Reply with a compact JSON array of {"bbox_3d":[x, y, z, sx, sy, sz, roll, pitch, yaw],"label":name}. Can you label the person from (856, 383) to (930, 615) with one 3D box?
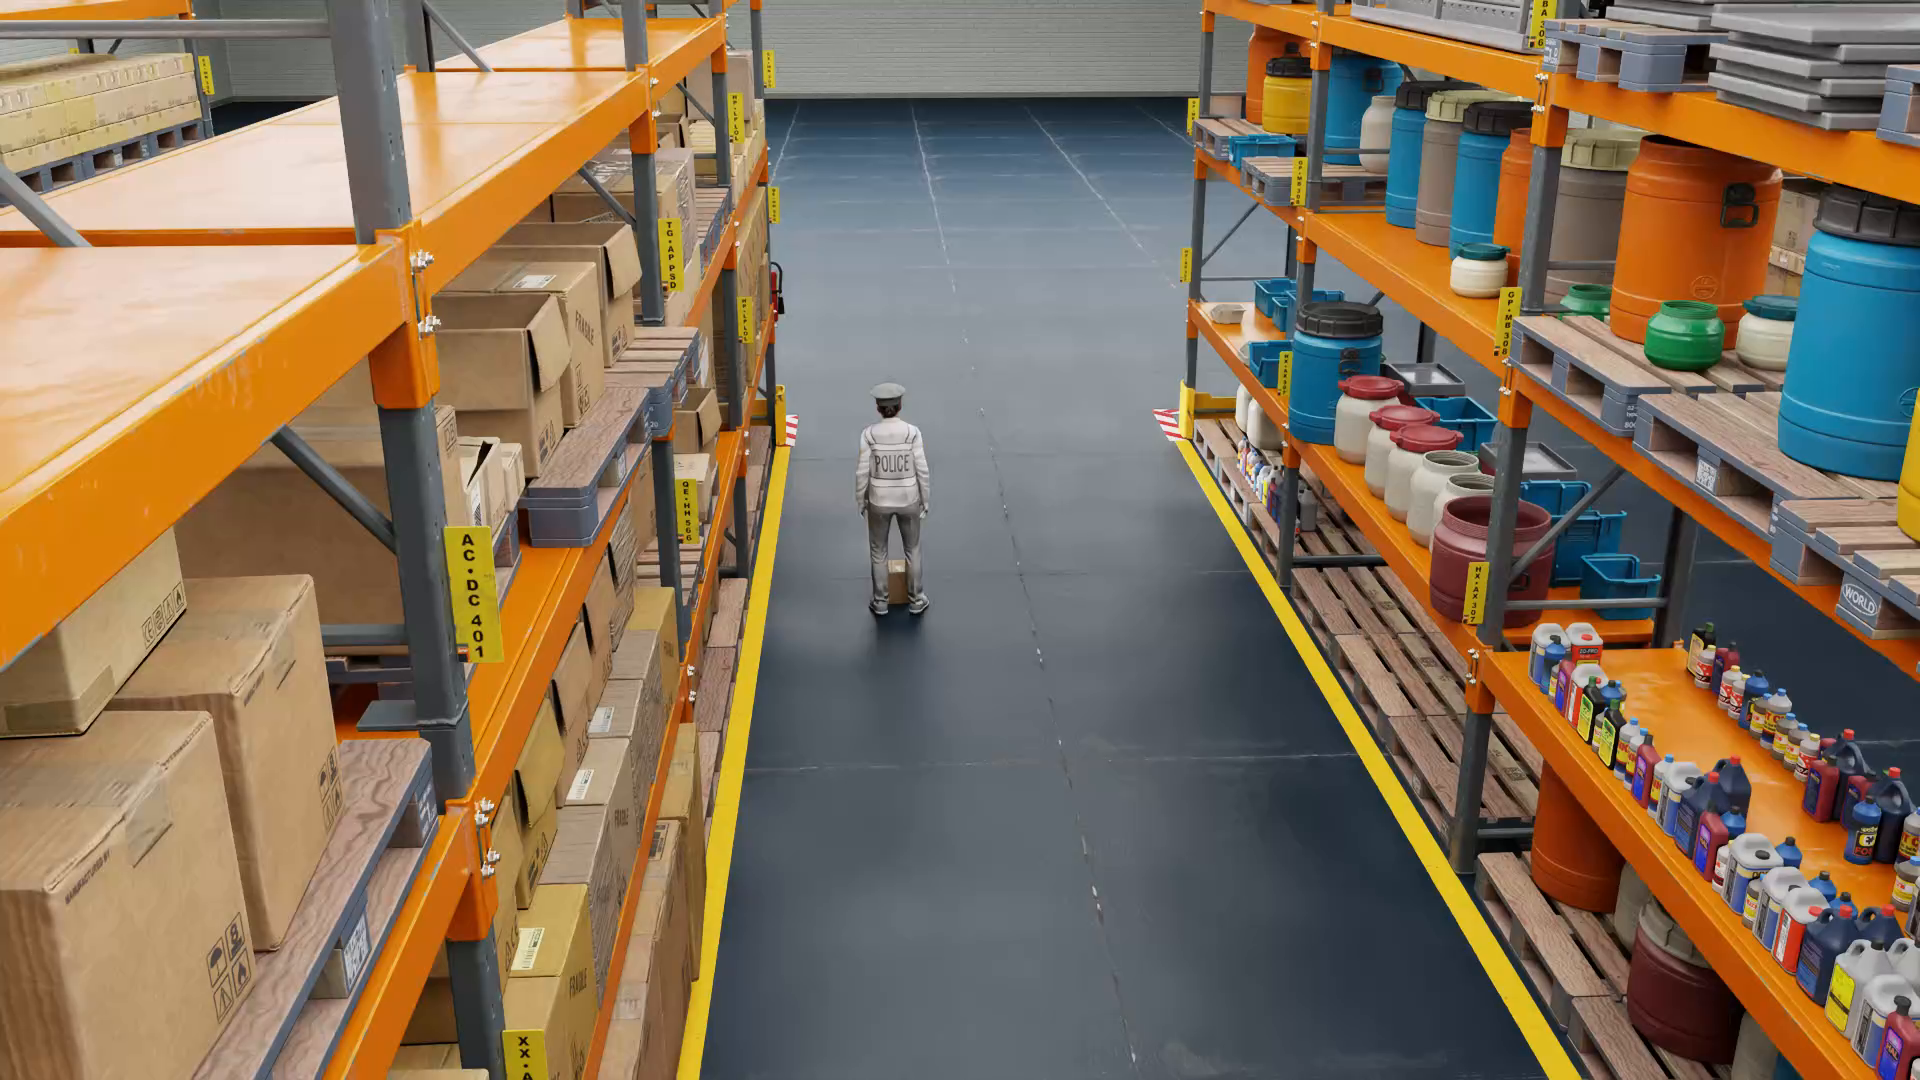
[{"bbox_3d":[-0.475,-0.267,11.787,0.526,1.663,0.374,-1,21,-4],"label":"person"}]
